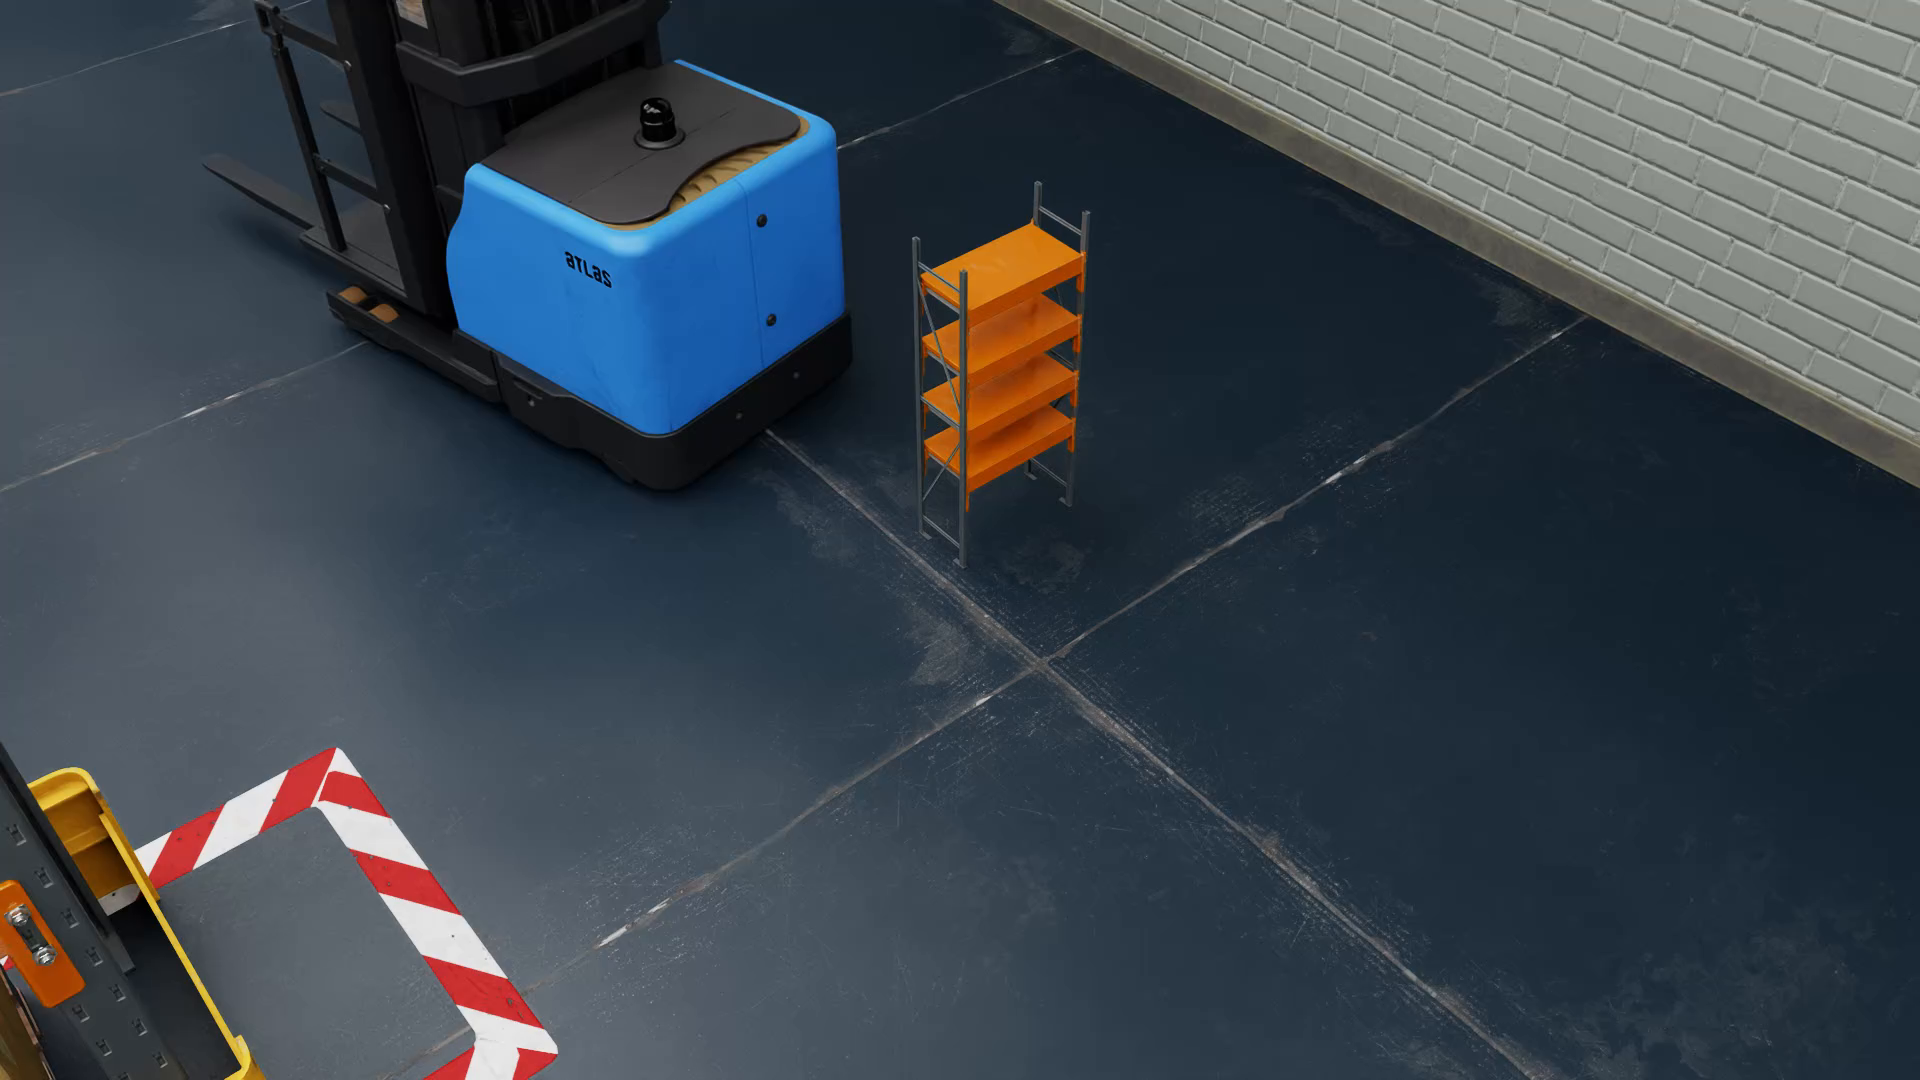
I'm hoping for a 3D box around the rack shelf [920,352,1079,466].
[{"bbox_3d":[0.127,-0.461,5.463,0.480,0.148,0.258,-30,51,-28],"label":"rack shelf"}]

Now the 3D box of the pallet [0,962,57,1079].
[{"bbox_3d":[-2.667,1.654,3.835,1.213,0.211,1.003,-30,51,-28],"label":"pallet"}]

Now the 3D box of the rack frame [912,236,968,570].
[{"bbox_3d":[-0.060,-0.403,5.303,0.015,1.200,0.240,-30,51,-28],"label":"rack frame"}]

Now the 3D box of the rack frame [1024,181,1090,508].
[{"bbox_3d":[0.314,-0.617,5.531,0.015,1.200,0.240,-30,51,-28],"label":"rack frame"}]

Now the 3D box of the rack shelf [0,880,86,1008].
[{"bbox_3d":[-3.638,1.385,2.609,4.000,0.370,1.077,-30,51,-28],"label":"rack shelf"}]

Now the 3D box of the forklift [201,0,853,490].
[{"bbox_3d":[-1.882,-2.085,5.829,3.031,2.935,1.130,28,50,27],"label":"forklift"}]

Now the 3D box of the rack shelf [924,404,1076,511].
[{"bbox_3d":[0.127,-0.316,5.599,0.480,0.148,0.258,-30,51,-28],"label":"rack shelf"}]

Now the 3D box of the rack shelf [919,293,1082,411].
[{"bbox_3d":[0.127,-0.624,5.310,0.480,0.148,0.258,-30,51,-28],"label":"rack shelf"}]

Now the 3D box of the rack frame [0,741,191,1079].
[{"bbox_3d":[-2.104,0.245,3.298,0.127,3.000,1.000,-30,51,-28],"label":"rack frame"}]

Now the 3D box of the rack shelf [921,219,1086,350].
[{"bbox_3d":[0.127,-0.796,5.148,0.480,0.148,0.258,-30,51,-28],"label":"rack shelf"}]

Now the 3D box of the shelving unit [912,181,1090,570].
[{"bbox_3d":[0.127,-0.510,5.417,0.503,1.200,0.258,-30,51,-28],"label":"shelving unit"}]

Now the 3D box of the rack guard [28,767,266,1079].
[{"bbox_3d":[-2.085,1.145,4.165,0.348,0.500,1.175,-30,51,-28],"label":"rack guard"}]
